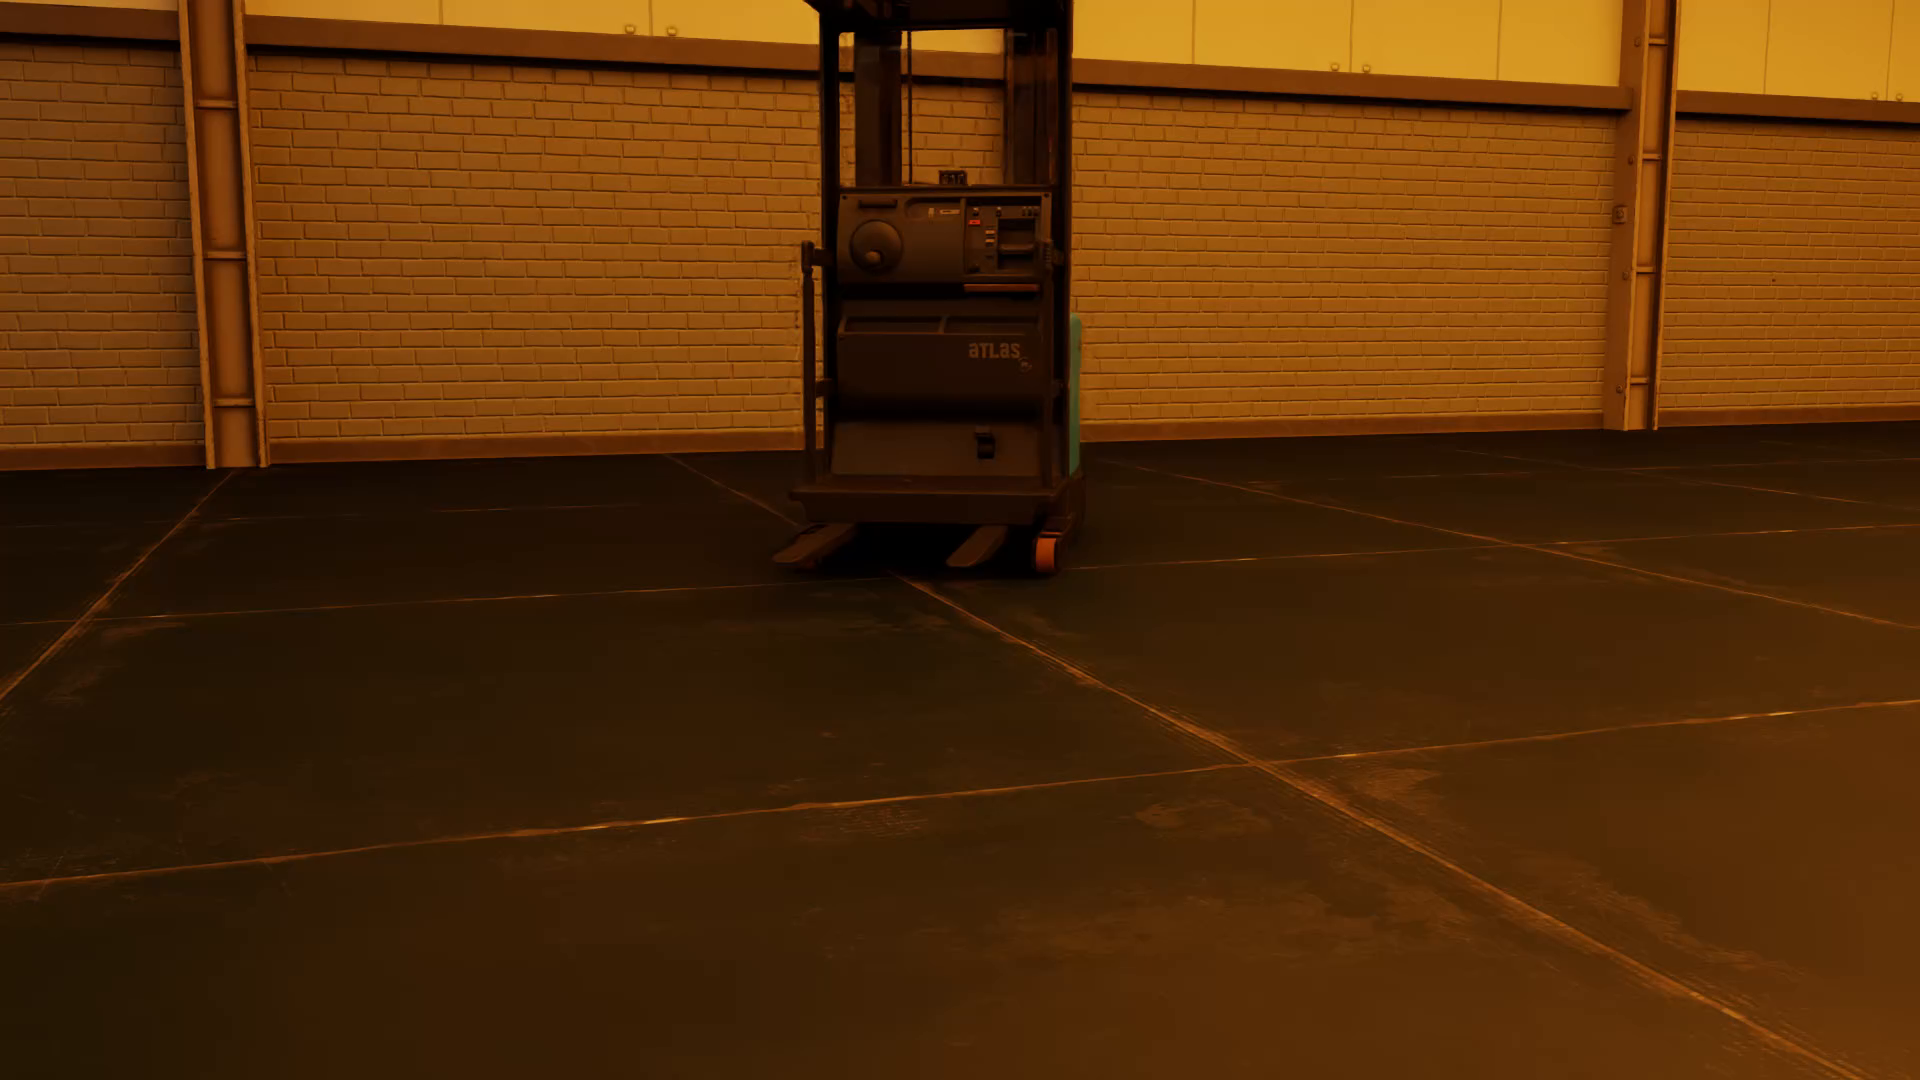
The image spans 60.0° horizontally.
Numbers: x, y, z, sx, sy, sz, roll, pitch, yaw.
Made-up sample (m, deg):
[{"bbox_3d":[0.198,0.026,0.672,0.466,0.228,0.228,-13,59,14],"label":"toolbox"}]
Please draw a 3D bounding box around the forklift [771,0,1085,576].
[{"bbox_3d":[-0.097,-1.351,6.980,1.130,2.935,3.031,1,8,8],"label":"forklift"}]
